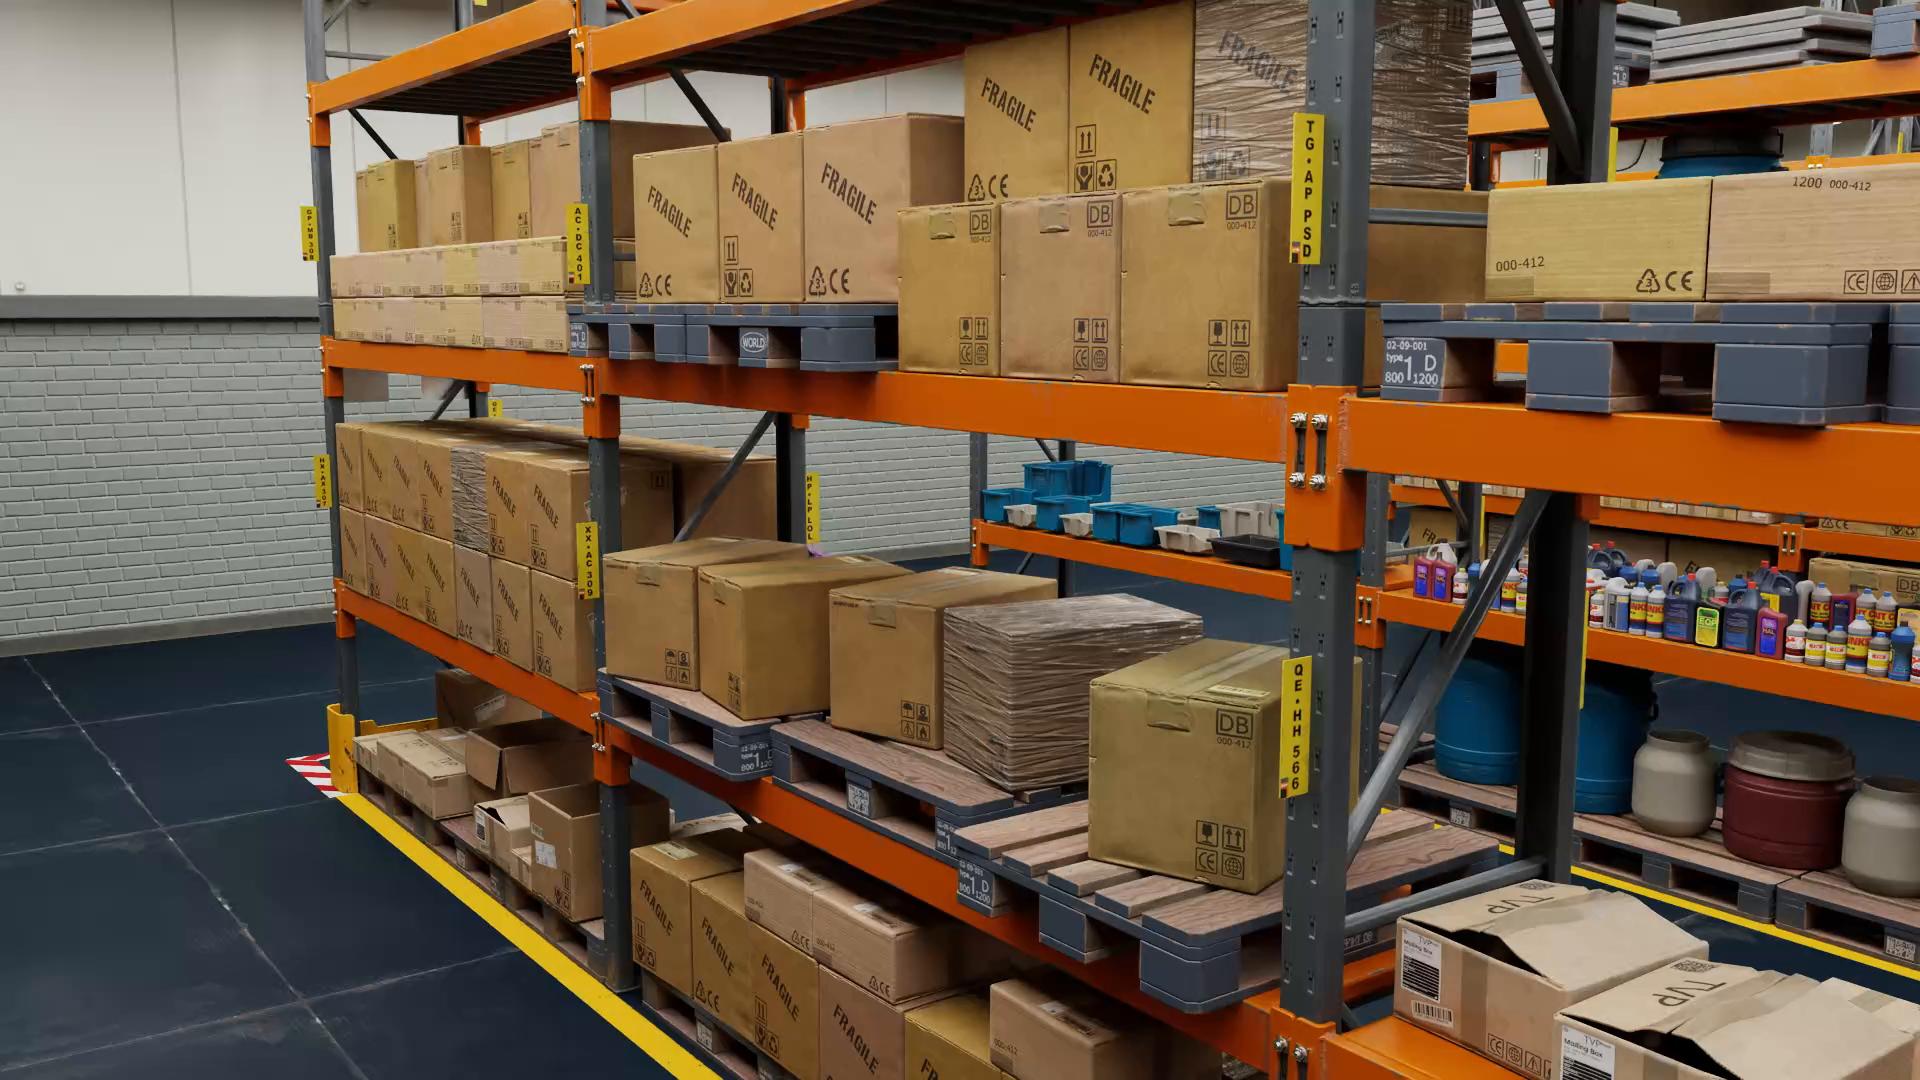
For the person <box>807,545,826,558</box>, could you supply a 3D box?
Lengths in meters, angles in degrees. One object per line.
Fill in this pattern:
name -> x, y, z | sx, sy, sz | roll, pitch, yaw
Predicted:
person -> -1.487, 0.387, 15.630 | 0.809, 0.897, 0.445 | -6, 10, -36
